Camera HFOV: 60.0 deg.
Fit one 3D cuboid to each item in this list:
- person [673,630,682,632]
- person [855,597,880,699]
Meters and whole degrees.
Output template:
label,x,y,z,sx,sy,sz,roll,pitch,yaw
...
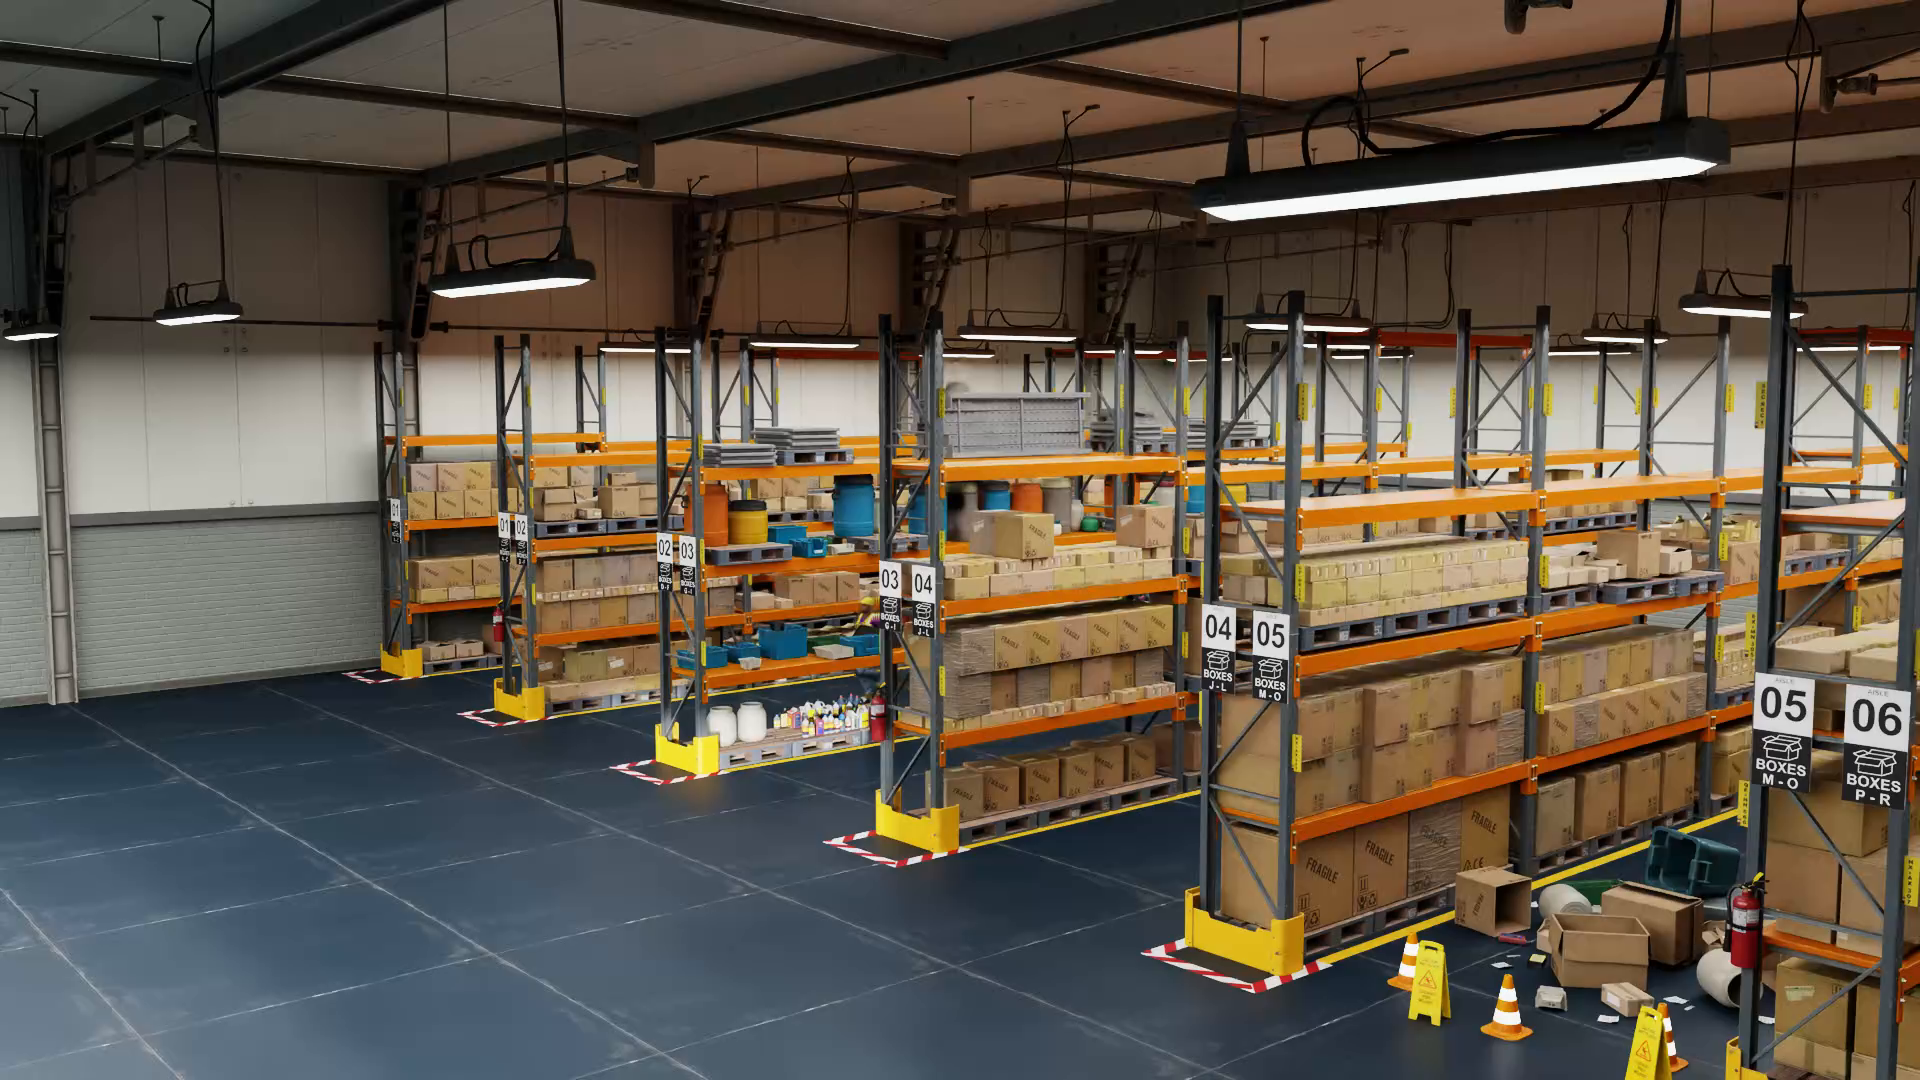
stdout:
label,x,y,z,sx,sy,sz,roll,pitch,yaw
person,-4.977,1.588,30.117,0.760,1.681,0.669,-5,7,-44
person,-1.553,1.800,27.576,0.582,1.723,0.700,-5,7,-42
